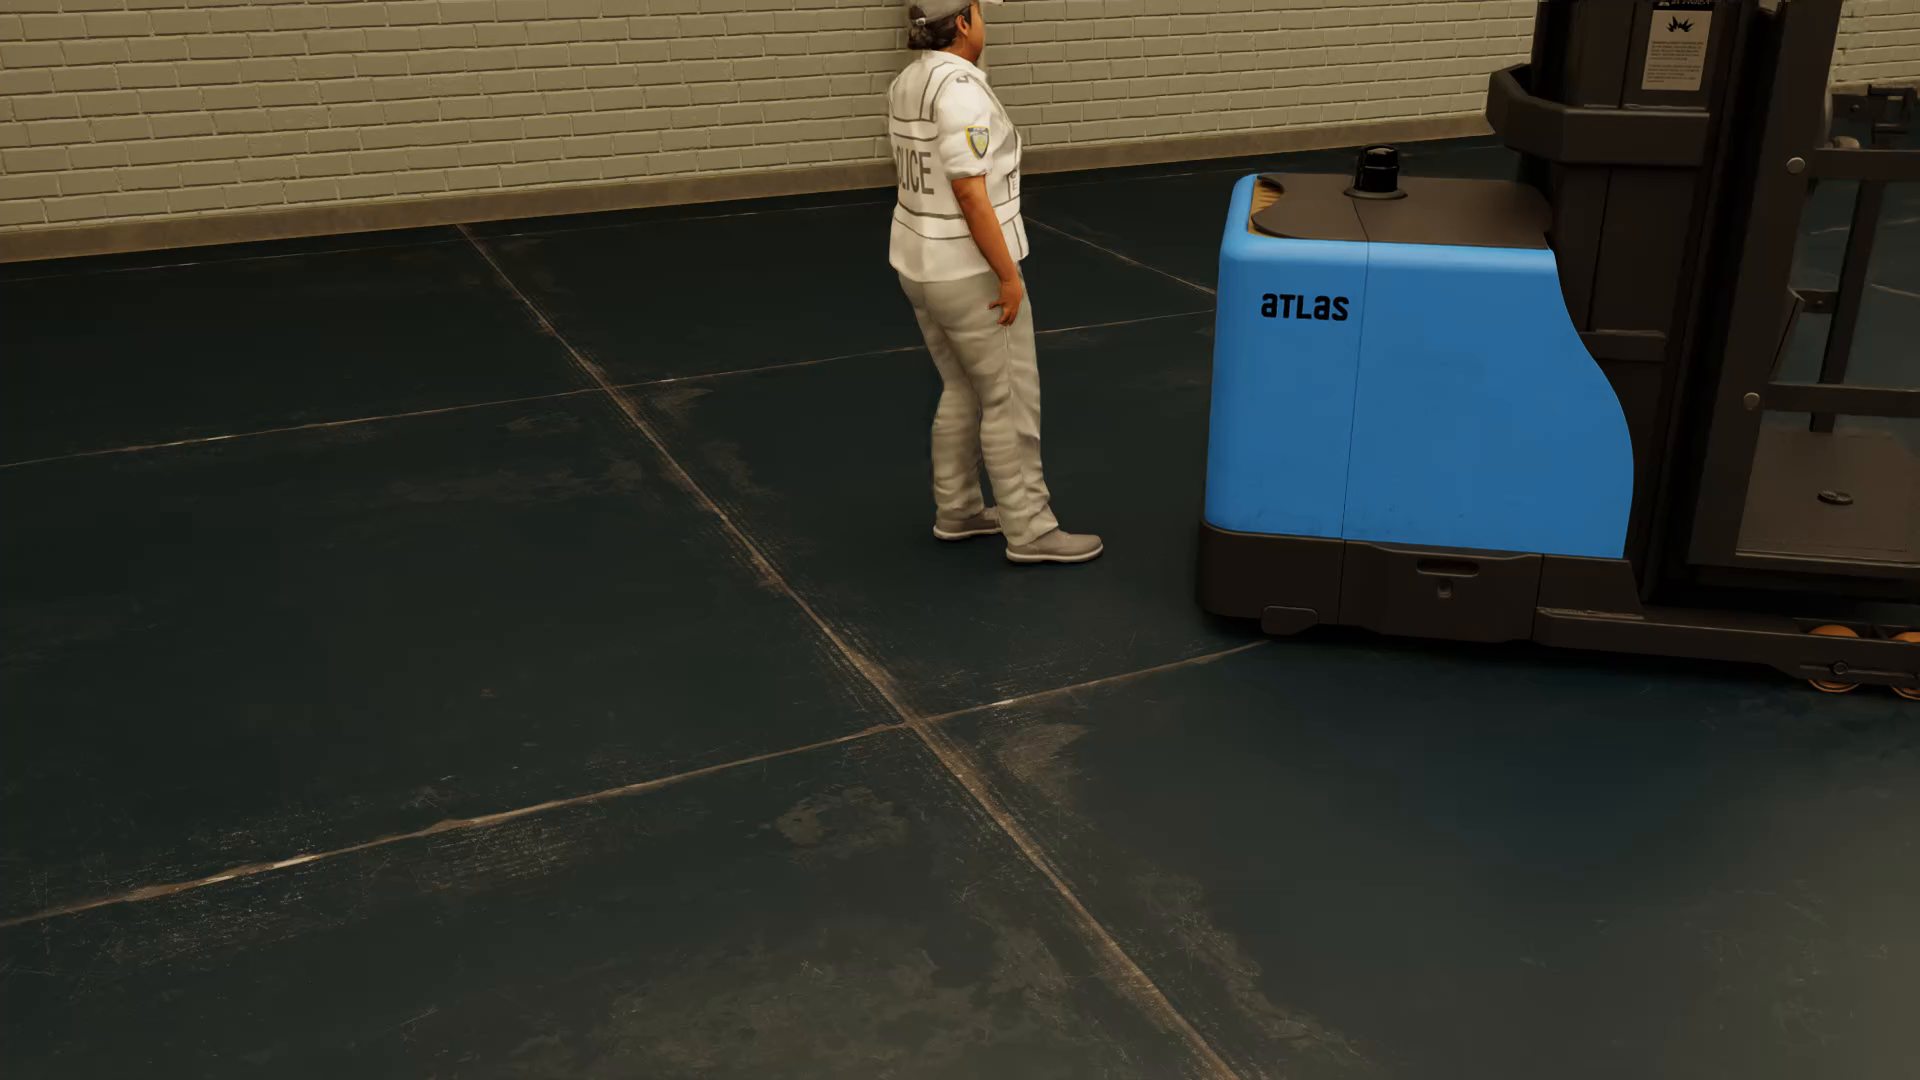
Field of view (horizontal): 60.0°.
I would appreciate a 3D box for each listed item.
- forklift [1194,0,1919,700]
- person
[{"bbox_3d":[2.207,-1.177,4.120,3.031,2.935,1.130,4,23,10],"label":"forklift"},{"bbox_3d":[0.086,-0.781,4.823,0.525,1.669,0.621,-10,24,-22],"label":"person"}]
